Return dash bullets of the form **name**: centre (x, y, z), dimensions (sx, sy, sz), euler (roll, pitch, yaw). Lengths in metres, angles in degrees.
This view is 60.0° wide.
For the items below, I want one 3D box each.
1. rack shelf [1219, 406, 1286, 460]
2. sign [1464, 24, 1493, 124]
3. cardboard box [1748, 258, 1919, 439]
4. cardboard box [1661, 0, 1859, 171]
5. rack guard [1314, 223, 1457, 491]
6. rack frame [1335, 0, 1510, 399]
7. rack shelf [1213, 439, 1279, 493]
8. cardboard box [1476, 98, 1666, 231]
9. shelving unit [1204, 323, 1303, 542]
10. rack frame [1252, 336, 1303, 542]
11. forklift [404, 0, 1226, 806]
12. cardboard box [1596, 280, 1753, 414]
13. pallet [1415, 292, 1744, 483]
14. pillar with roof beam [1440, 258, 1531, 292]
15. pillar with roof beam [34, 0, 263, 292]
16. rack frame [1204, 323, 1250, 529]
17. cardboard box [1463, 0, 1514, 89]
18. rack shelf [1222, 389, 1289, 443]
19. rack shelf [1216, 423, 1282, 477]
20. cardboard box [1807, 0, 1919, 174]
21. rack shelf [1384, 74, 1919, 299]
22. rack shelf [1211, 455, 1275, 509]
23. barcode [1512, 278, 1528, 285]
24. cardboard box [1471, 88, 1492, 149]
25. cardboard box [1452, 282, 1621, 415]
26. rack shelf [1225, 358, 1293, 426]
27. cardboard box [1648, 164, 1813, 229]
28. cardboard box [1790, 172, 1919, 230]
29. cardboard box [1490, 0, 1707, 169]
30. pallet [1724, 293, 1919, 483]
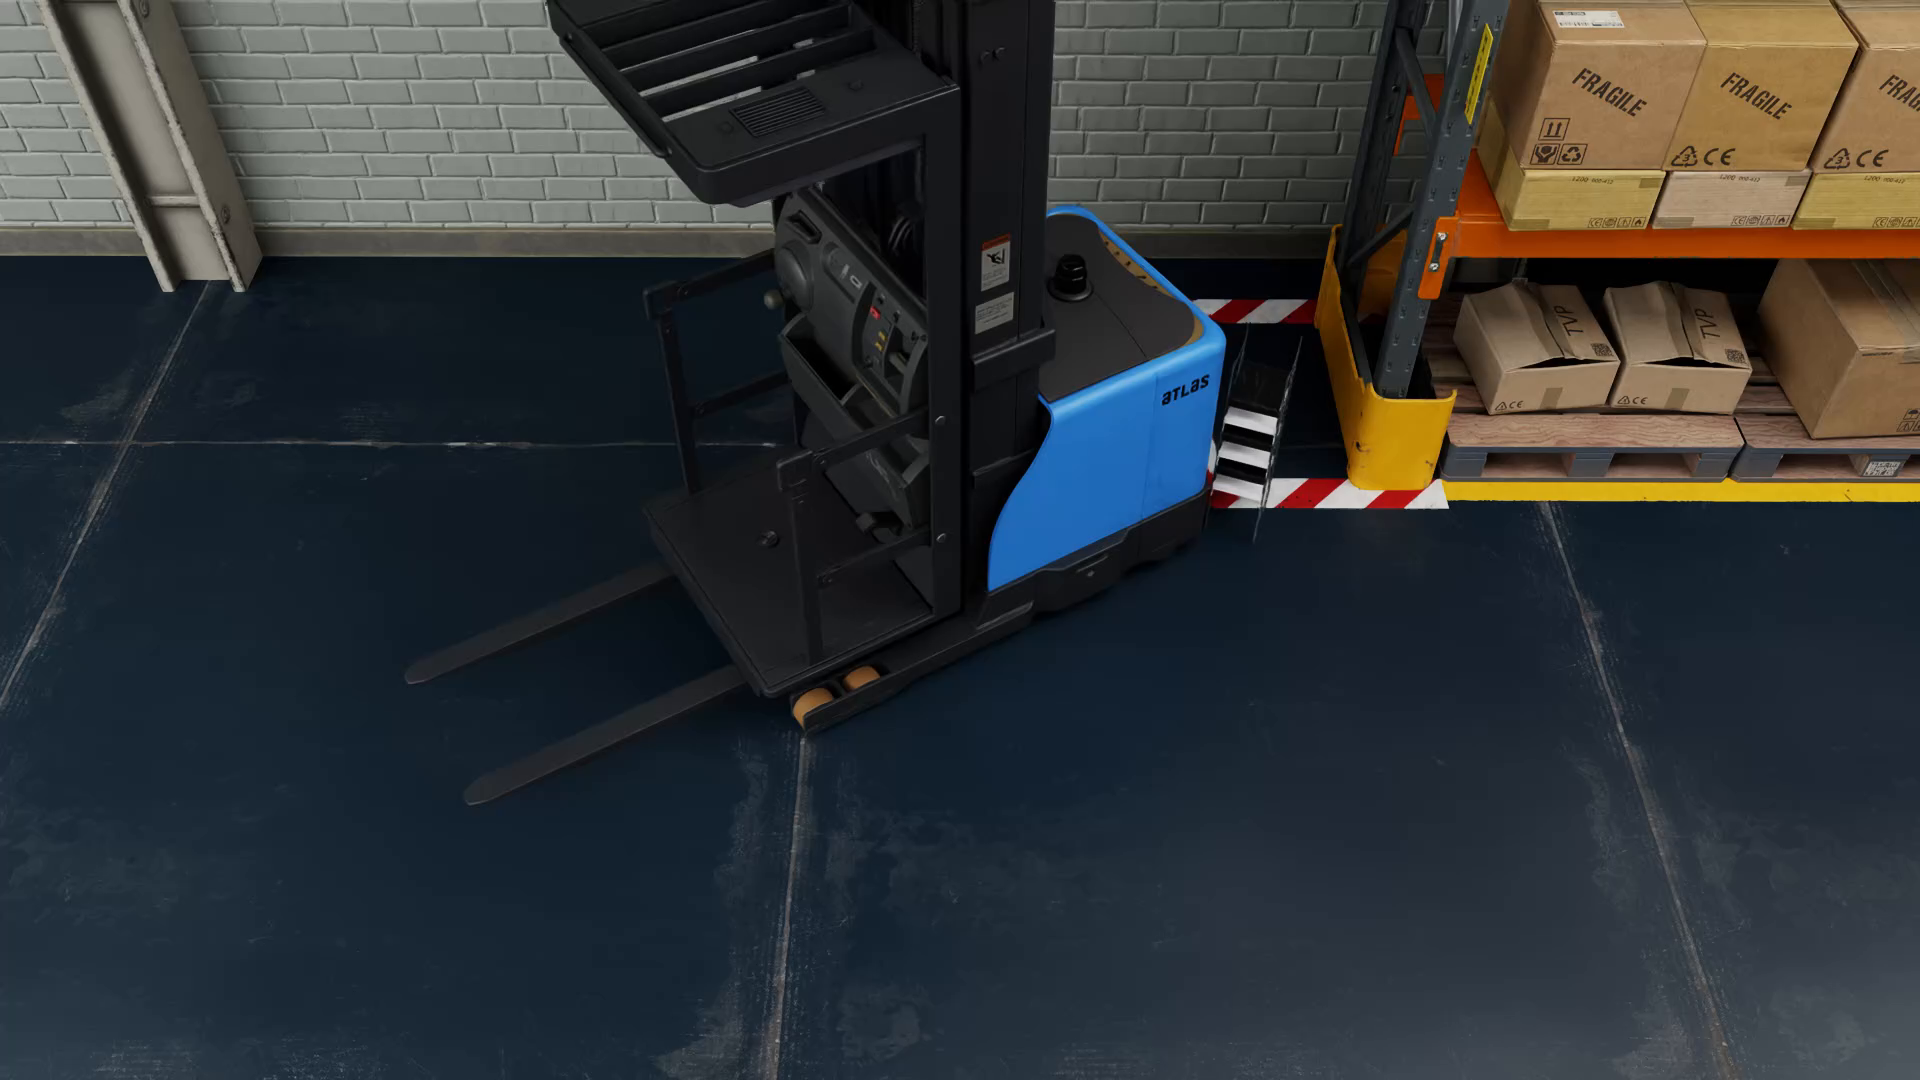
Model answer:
- **rack shelf**: centre (1.140, -0.443, 6.468), dimensions (0.200, 0.077, 0.258), euler (16, 49, 13)
- **sign**: centre (1.731, -1.556, 5.558), dimensions (0.005, 0.325, 0.100), euler (0, 47, 0)
- **cardboard box**: centre (3.728, -0.849, 6.898), dimensions (0.500, 0.500, 0.700), euler (-3, 47, -2)
- **cardboard box**: centre (2.703, -1.640, 5.803), dimensions (0.500, 0.500, 0.500), euler (0, 47, 0)
- **rack guard**: centre (1.809, -0.806, 7.159), dimensions (0.348, 0.500, 1.175), euler (0, 47, 0)
- **rack frame**: centre (1.733, -1.658, 6.244), dimensions (0.127, 3.000, 1.000), euler (0, 47, 0)
- **rack shelf**: centre (1.138, -0.321, 6.600), dimensions (0.200, 0.077, 0.258), euler (16, 49, 13)
- **cardboard box**: centre (2.220, -1.380, 6.074), dimensions (0.500, 0.250, 0.500), euler (-1, 47, -1)
- **shelving unit**: centre (1.140, -0.405, 6.510), dimensions (0.210, 0.900, 0.258), euler (16, 49, 13)
- **rack frame**: centre (1.235, -0.378, 6.487), dimensions (0.006, 0.900, 0.240), euler (16, 49, 13)
- **forklift**: centre (-0.545, -0.740, 5.437), dimensions (3.031, 2.935, 1.130), euler (-24, 52, -21)
- **cardboard box**: centre (2.994, -0.823, 7.003), dimensions (0.500, 0.311, 0.500), euler (4, 47, 3)
- **pallet**: centre (2.621, -0.680, 7.239), dimensions (1.213, 0.211, 1.003), euler (0, 47, 0)
- **pillar with roof beam**: centre (2.420, -1.182, 1.703), dimensions (0.400, 9.000, 9.100), euler (0, 47, 0)
- **pillar with roof beam**: centre (-3.580, -1.199, 1.718), dimensions (0.400, 9.000, 9.100), euler (0, 47, 0)
- **rack frame**: centre (1.044, -0.431, 6.532), dimensions (0.006, 0.900, 0.240), euler (16, 49, 13)
- **cardboard box**: centre (2.205, -2.024, 6.161), dimensions (0.500, 0.500, 0.500), euler (0, 47, 0)
- **rack shelf**: centre (1.141, -0.504, 6.402), dimensions (0.200, 0.077, 0.258), euler (16, 49, 13)
- **rack shelf**: centre (1.139, -0.382, 6.534), dimensions (0.200, 0.077, 0.258), euler (16, 49, 13)
- **cardboard box**: centre (3.220, -1.634, 5.798), dimensions (0.500, 0.500, 0.500), euler (-1, 47, -1)
- **rack shelf**: centre (3.733, -1.408, 6.503), dimensions (4.000, 0.370, 1.077), euler (0, 47, 0)
- **rack shelf**: centre (1.137, -0.260, 6.667), dimensions (0.200, 0.077, 0.258), euler (16, 49, 13)
- **barcode**: centre (2.444, -1.120, 7.274), dimensions (0.075, 0.075, 0.001), euler (0, 47, 0)
- **cardboard box**: centre (2.201, -1.755, 6.423), dimensions (0.500, 0.250, 0.500), euler (1, 47, 1)
- **cardboard box**: centre (2.424, -0.824, 7.004), dimensions (0.500, 0.311, 0.500), euler (-5, 47, -4)
- **rack shelf**: centre (1.143, -0.565, 6.336), dimensions (0.200, 0.077, 0.258), euler (16, 49, 13)
- **cardboard box**: centre (2.739, -1.389, 6.083), dimensions (0.500, 0.250, 0.500), euler (-1, 47, -1)
- **cardboard box**: centre (3.248, -1.384, 6.077), dimensions (0.500, 0.250, 0.500), euler (-1, 47, 0)
- **cardboard box**: centre (2.209, -1.648, 5.811), dimensions (0.500, 0.500, 0.500), euler (0, 47, 0)
- **pallet**: centre (3.838, -0.675, 7.234), dimensions (1.213, 0.211, 1.003), euler (0, 47, 0)
